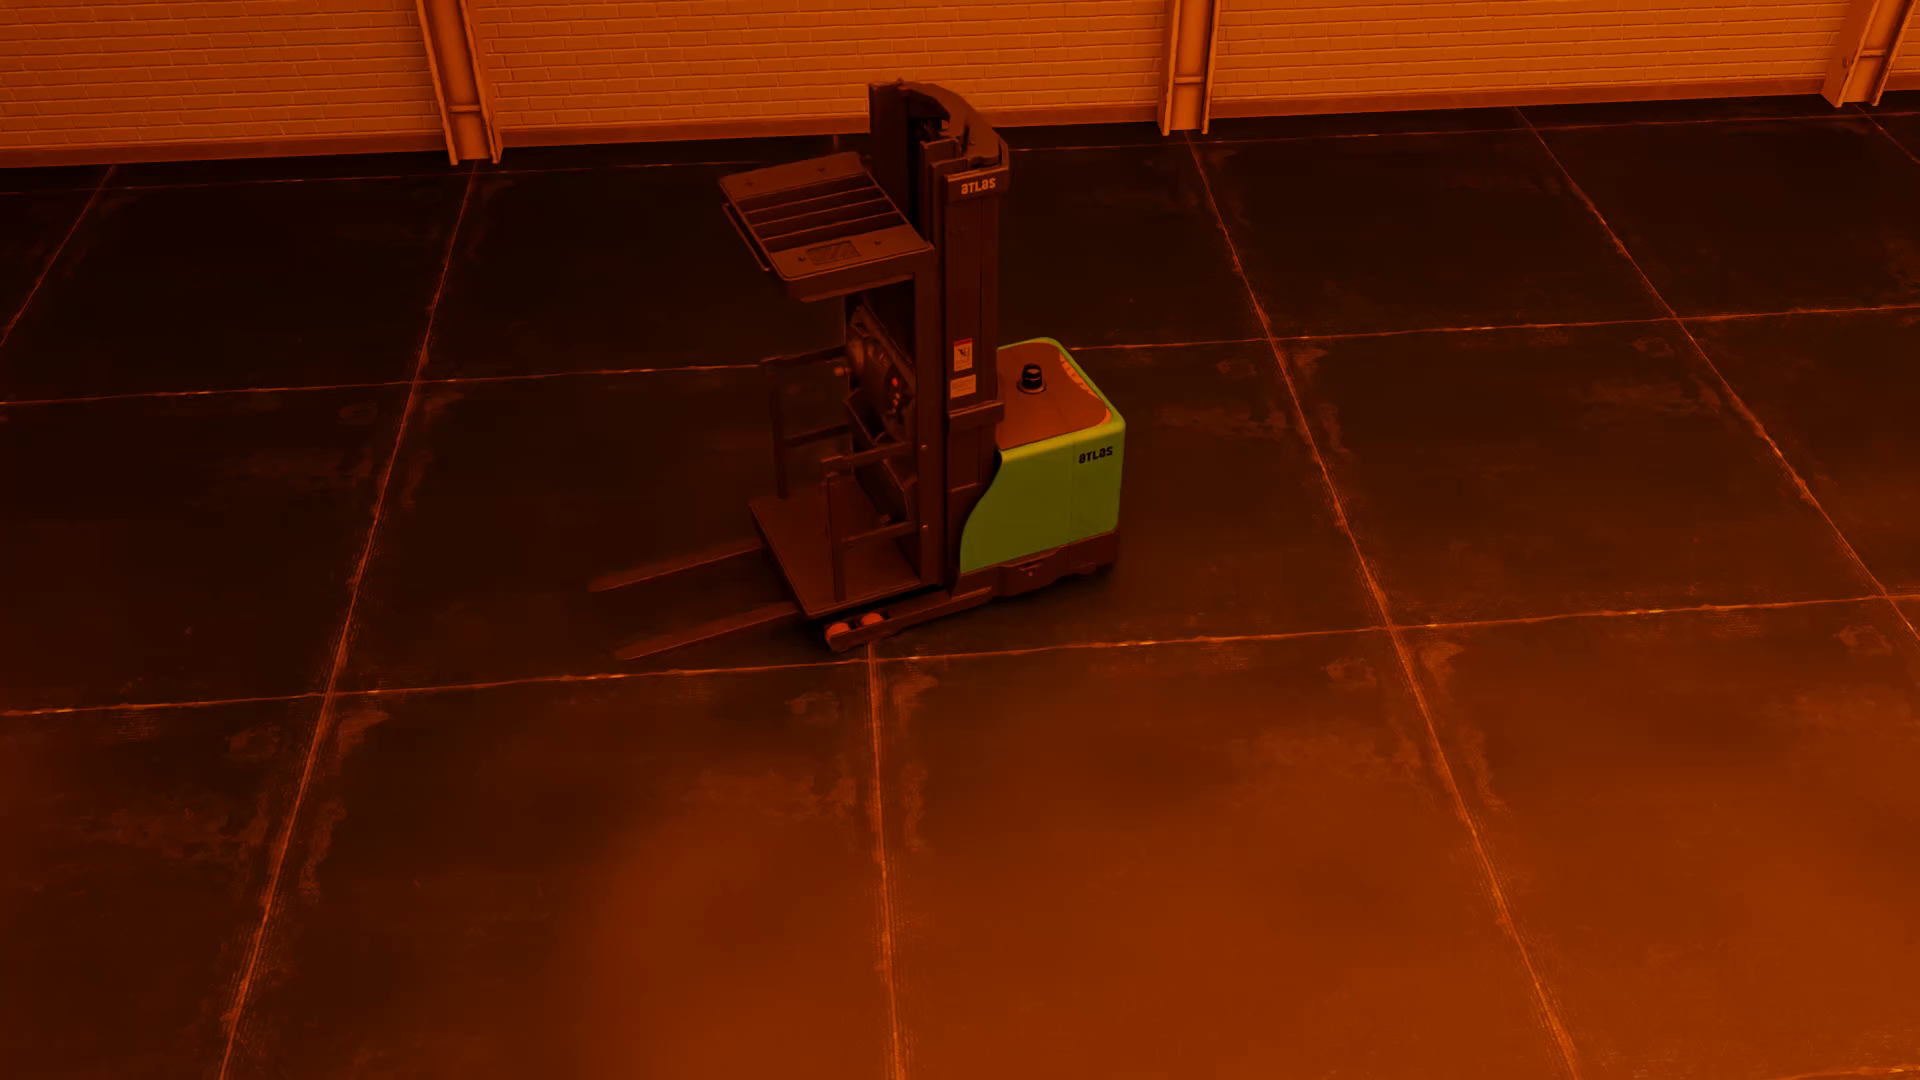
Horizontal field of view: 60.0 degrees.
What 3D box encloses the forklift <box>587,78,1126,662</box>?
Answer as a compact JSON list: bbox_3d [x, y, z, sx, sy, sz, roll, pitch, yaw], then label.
[{"bbox_3d":[-0.618,-0.872,8.957,3.031,2.935,1.130,-16,43,-17],"label":"forklift"}]
